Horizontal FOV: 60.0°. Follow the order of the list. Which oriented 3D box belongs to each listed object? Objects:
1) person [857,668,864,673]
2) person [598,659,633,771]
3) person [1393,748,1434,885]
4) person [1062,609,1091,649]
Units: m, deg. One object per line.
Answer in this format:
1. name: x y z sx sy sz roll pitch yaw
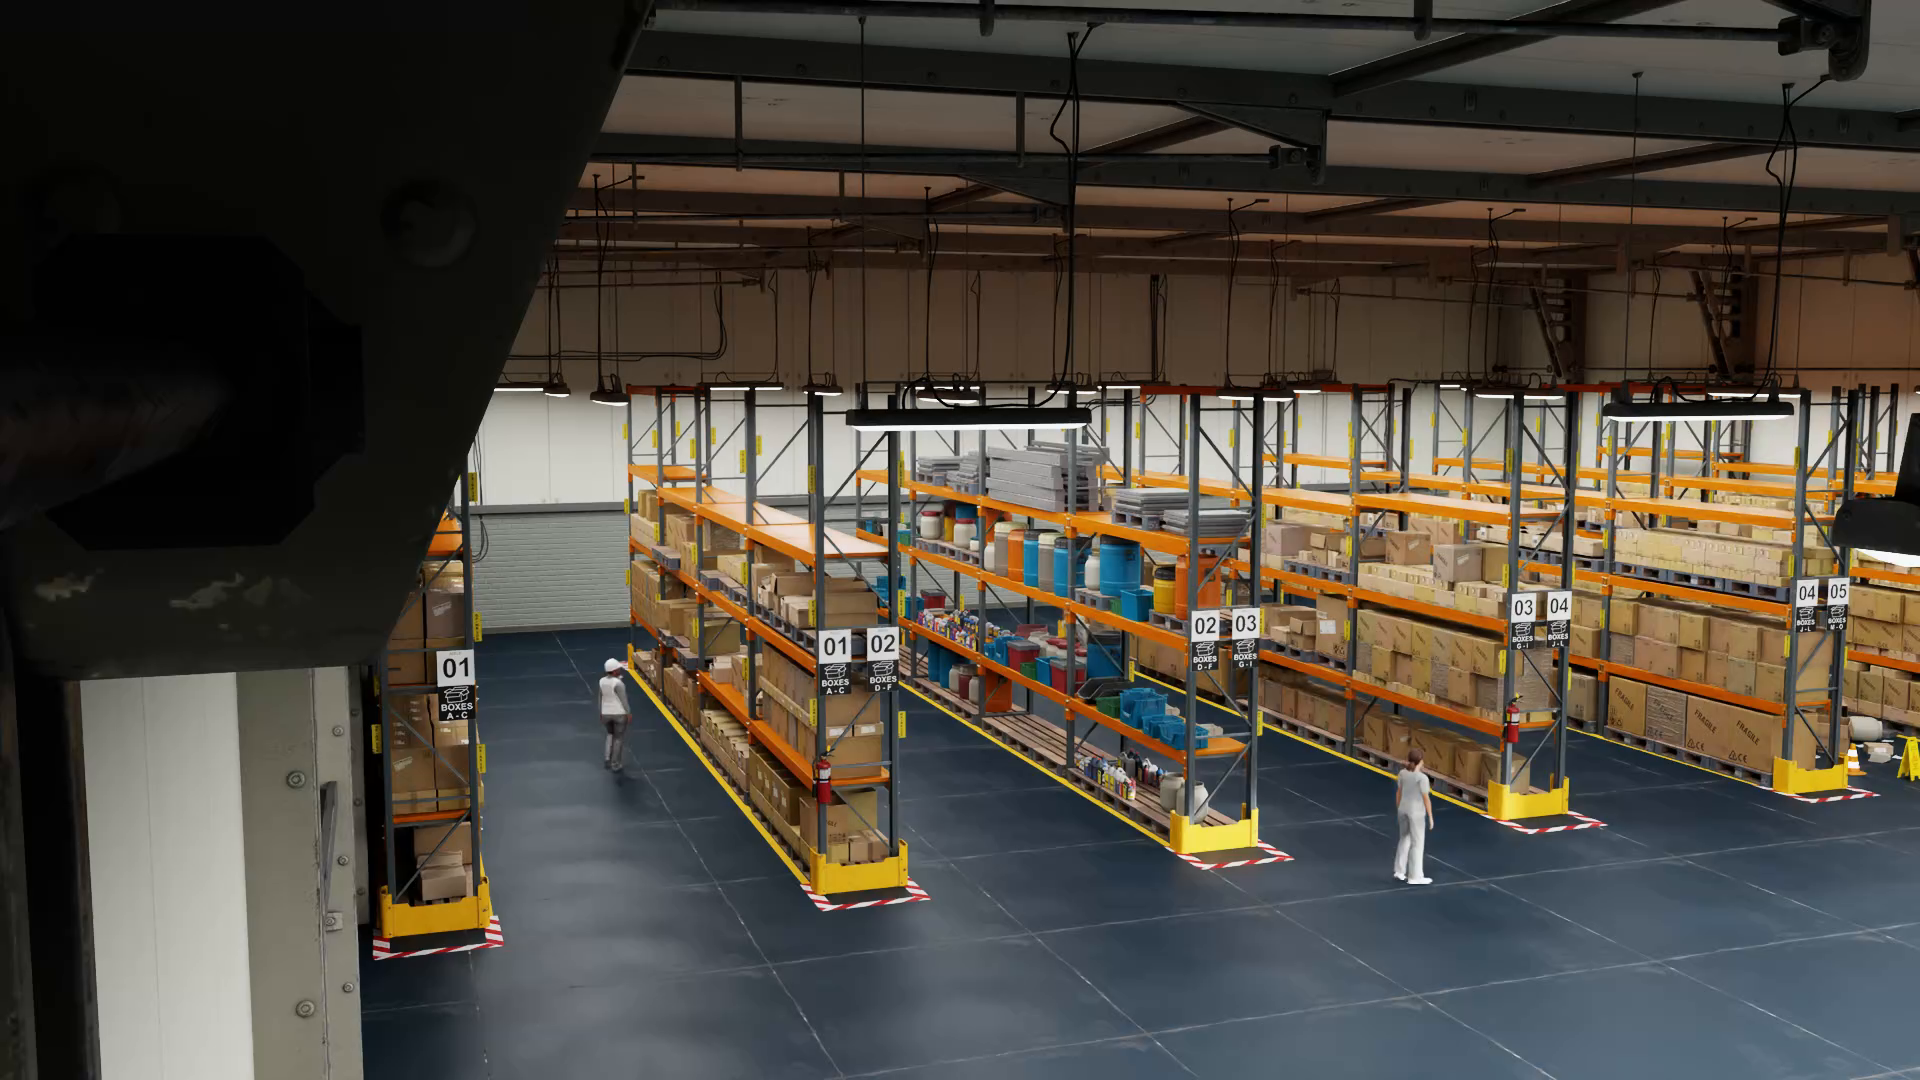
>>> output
1. person: -1.997 2.148 31.705 0.468 1.564 0.612 -4 7 -32
2. person: -5.426 2.743 26.189 0.562 1.792 0.478 2 6 16
3. person: 5.590 3.428 20.477 0.325 1.743 0.534 -4 7 -34
4. person: 2.411 1.767 34.458 0.698 1.730 0.967 -2 6 -21
